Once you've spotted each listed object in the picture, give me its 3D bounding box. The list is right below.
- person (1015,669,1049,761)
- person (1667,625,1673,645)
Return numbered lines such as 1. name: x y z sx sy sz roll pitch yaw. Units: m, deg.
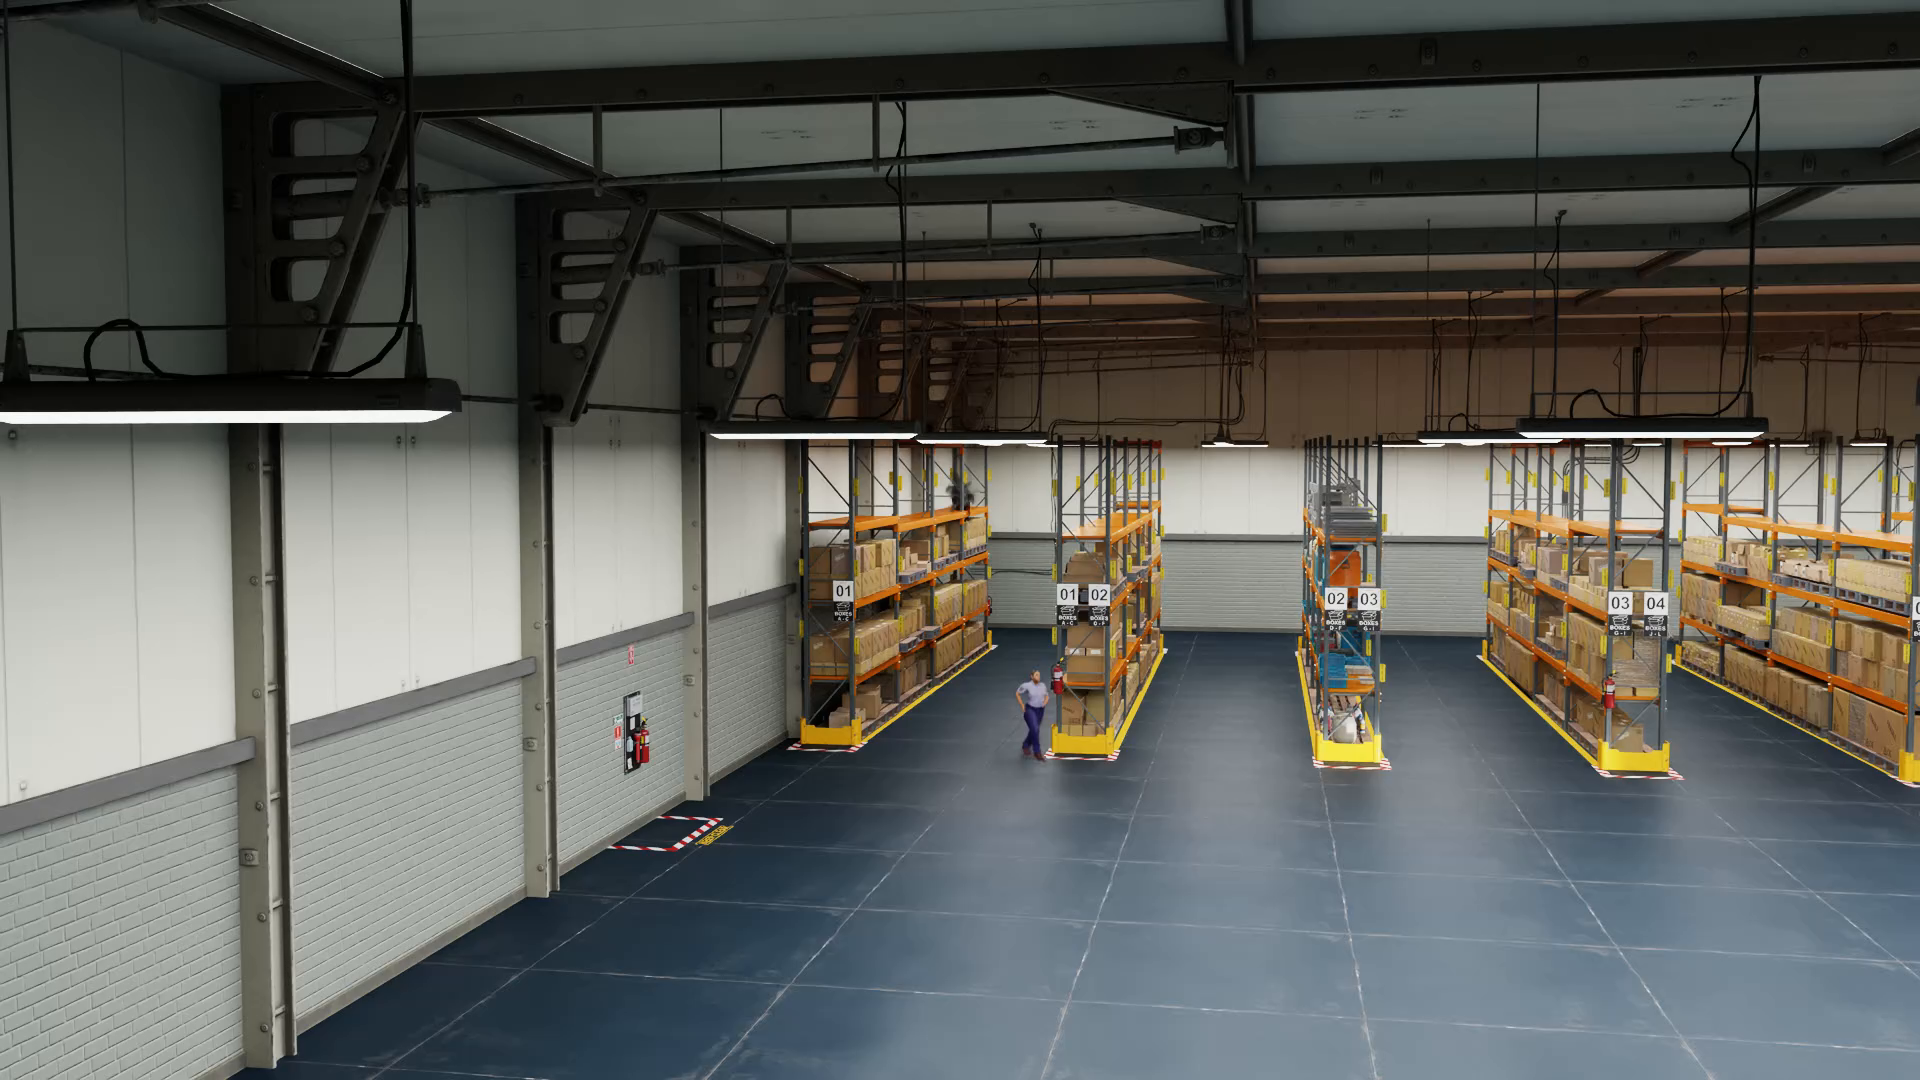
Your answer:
1. person: 1.390 3.216 30.820 0.607 1.646 0.839 -2 4 -33
2. person: 17.531 2.652 41.690 0.599 1.611 0.792 0 3 1
